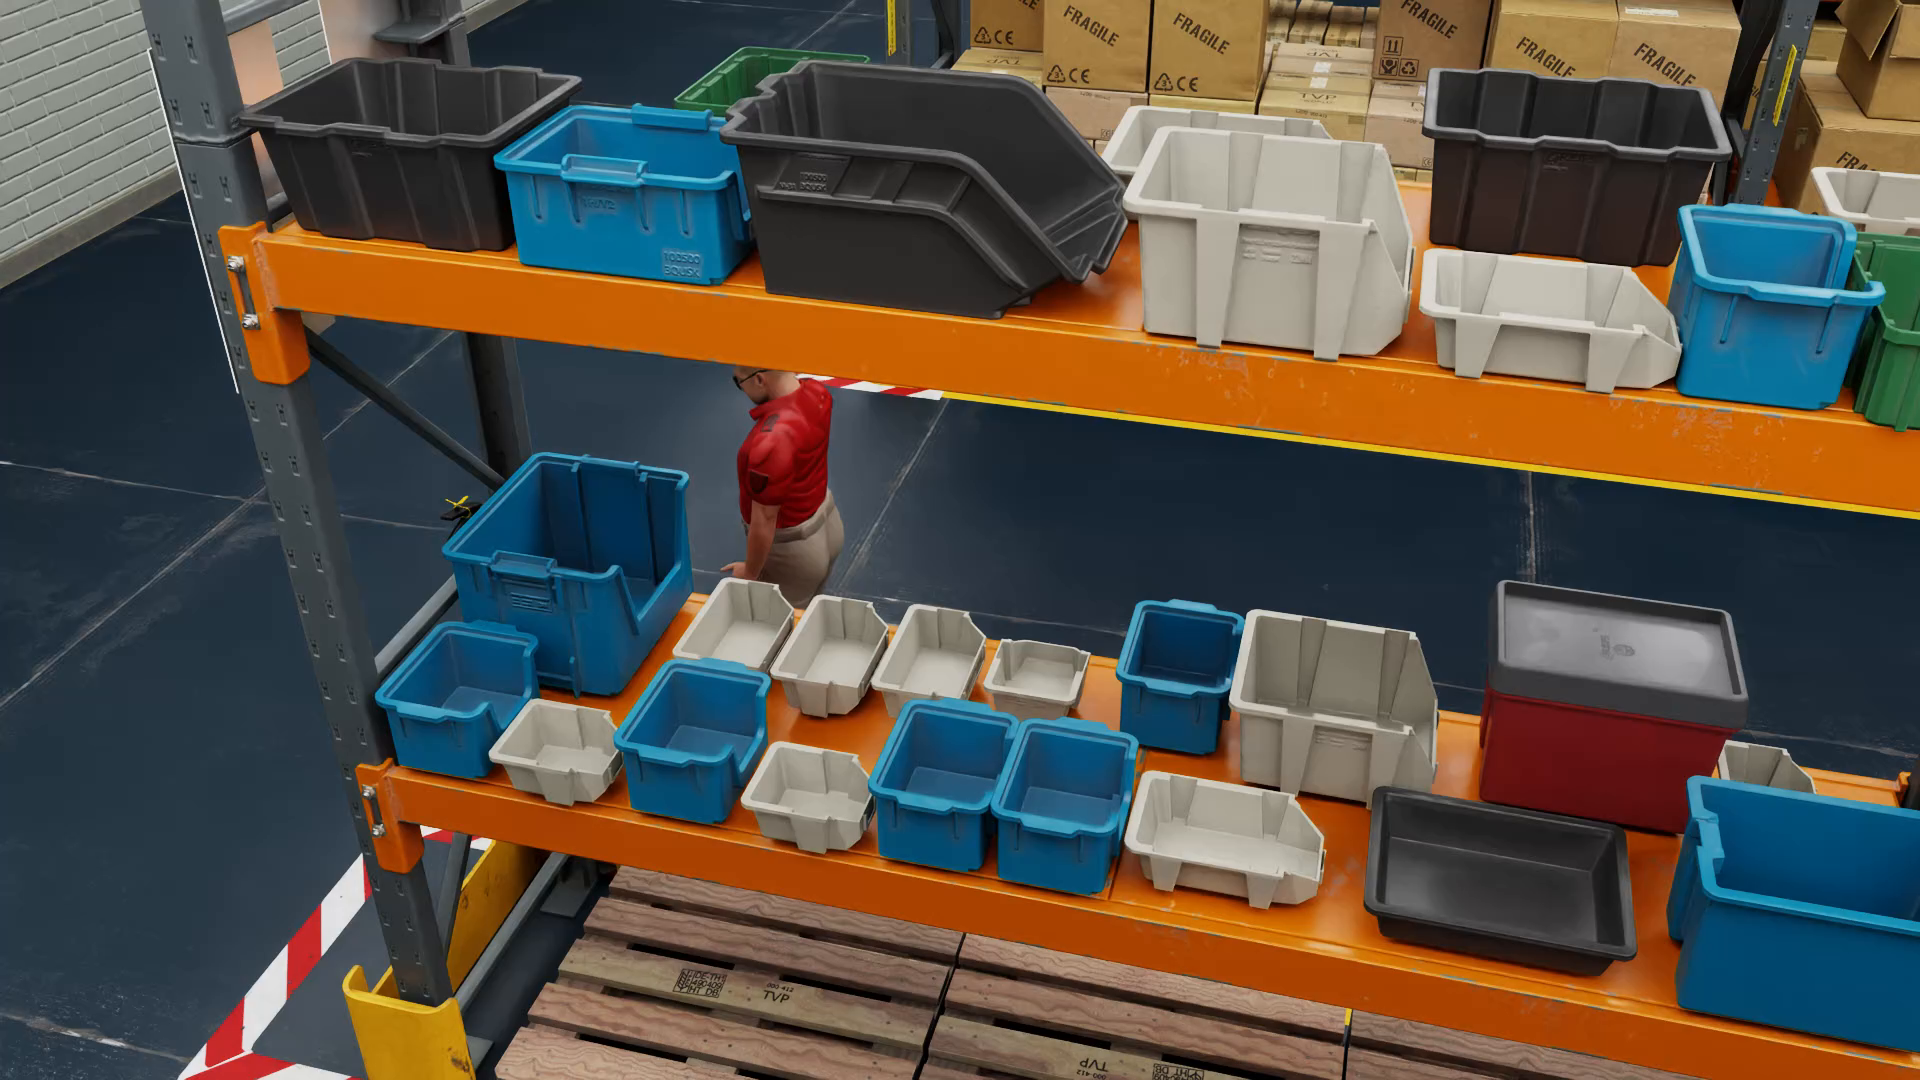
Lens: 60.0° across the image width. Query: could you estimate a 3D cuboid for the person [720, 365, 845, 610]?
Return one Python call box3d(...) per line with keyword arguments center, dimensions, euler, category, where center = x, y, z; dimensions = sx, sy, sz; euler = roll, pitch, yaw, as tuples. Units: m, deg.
box3d(center=(-0.641, 0.029, 6.137), dimensions=(0.367, 1.709, 0.540), euler=(9, 34, 13), category="person")
